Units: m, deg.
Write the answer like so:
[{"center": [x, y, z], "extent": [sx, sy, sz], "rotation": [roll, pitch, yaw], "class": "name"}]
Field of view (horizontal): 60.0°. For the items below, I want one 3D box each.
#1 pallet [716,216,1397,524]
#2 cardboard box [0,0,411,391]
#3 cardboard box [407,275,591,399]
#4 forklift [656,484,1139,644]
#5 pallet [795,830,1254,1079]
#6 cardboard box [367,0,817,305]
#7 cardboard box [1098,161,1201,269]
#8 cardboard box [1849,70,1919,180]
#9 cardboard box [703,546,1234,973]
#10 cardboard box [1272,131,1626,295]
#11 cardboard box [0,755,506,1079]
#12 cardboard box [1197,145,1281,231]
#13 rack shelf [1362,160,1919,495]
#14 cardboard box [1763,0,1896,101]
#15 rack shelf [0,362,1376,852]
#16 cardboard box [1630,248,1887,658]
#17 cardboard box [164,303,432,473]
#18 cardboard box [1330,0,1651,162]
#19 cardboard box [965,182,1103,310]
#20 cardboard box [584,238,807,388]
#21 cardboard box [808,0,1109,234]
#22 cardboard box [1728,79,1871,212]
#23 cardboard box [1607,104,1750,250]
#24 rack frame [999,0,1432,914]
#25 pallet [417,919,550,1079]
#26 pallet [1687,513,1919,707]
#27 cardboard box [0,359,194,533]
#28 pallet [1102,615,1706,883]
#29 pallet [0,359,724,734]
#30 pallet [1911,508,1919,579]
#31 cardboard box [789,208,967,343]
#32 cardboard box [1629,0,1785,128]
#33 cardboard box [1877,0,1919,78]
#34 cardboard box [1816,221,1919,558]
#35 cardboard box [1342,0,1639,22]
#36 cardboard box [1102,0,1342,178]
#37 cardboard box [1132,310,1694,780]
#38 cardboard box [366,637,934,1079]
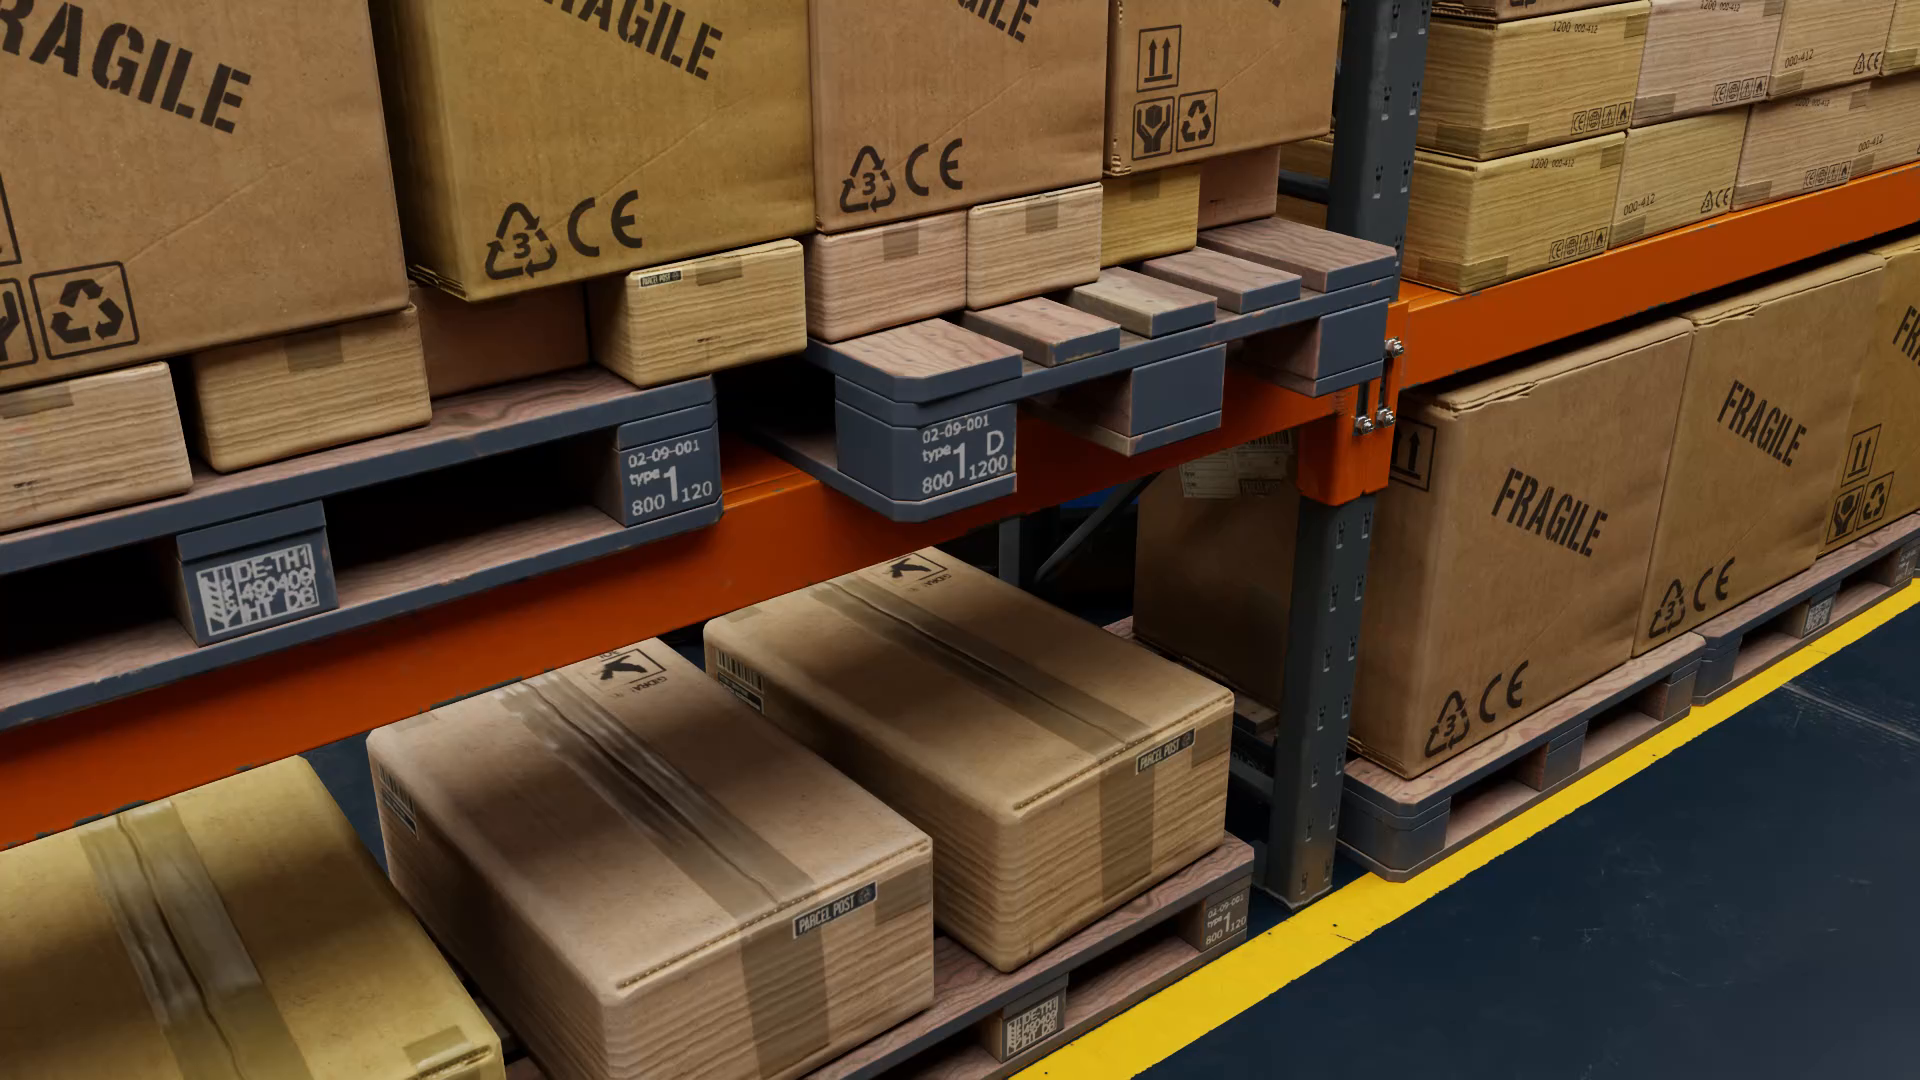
[{"center": [-0.047, -0.439, 2.861], "extent": [1.003, 0.211, 1.213], "rotation": [-18, 31, -34], "class": "pallet"}, {"center": [-0.964, -0.496, 1.785], "extent": [0.500, 0.500, 0.500], "rotation": [-20, 31, -36], "class": "cardboard box"}, {"center": [-0.688, -0.324, 2.184], "extent": [0.250, 0.149, 0.380], "rotation": [-18, 30, -34], "class": "cardboard box"}, {"center": [-0.615, -1.282, 4.530], "extent": [3.031, 2.935, 1.130], "rotation": [-4, 25, -10], "class": "forklift"}, {"center": [-0.167, 0.721, 3.446], "extent": [1.213, 0.211, 1.003], "rotation": [-18, 31, -34], "class": "pallet"}, {"center": [-0.534, -0.638, 2.090], "extent": [0.500, 0.500, 0.500], "rotation": [-21, 32, -37], "class": "cardboard box"}, {"center": [0.169, -0.566, 2.707], "extent": [0.250, 0.149, 0.380], "rotation": [-18, 30, -33], "class": "cardboard box"}, {"center": [2.185, -1.125, 4.290], "extent": [0.500, 0.250, 0.500], "rotation": [-18, 31, -34], "class": "cardboard box"}, {"center": [-0.002, 0.398, 3.451], "extent": [0.625, 0.372, 0.950], "rotation": [-21, 32, -37], "class": "cardboard box"}, {"center": [0.989, -0.722, 3.422], "extent": [0.500, 0.250, 0.500], "rotation": [-19, 31, -35], "class": "cardboard box"}, {"center": [-1.178, 0.788, 2.612], "extent": [0.625, 0.372, 0.950], "rotation": [-17, 30, -32], "class": "cardboard box"}, {"center": [0.336, -0.660, 2.909], "extent": [0.250, 0.149, 0.380], "rotation": [-17, 30, -32], "class": "cardboard box"}, {"center": [2.022, -0.940, 4.567], "extent": [4.000, 0.370, 1.077], "rotation": [-18, 31, -34], "class": "rack shelf"}, {"center": [1.807, -1.214, 3.888], "extent": [0.500, 0.250, 0.500], "rotation": [-18, 31, -34], "class": "cardboard box"}, {"center": [-1.125, 0.099, 2.328], "extent": [4.000, 0.370, 1.077], "rotation": [-18, 31, -34], "class": "rack shelf"}, {"center": [1.748, -0.356, 4.478], "extent": [0.875, 0.875, 0.875], "rotation": [-18, 30, -33], "class": "cardboard box"}, {"center": [-0.835, -0.231, 1.985], "extent": [0.250, 0.149, 0.380], "rotation": [-19, 31, -36], "class": "cardboard box"}, {"center": [1.000, -0.955, 3.329], "extent": [0.500, 0.250, 0.500], "rotation": [-19, 31, -34], "class": "cardboard box"}, {"center": [-0.001, -0.486, 2.534], "extent": [0.250, 0.149, 0.380], "rotation": [-19, 31, -34], "class": "cardboard box"}, {"center": [-0.412, -0.347, 2.235], "extent": [0.250, 0.149, 0.380], "rotation": [-18, 30, -33], "class": "cardboard box"}, {"center": [-0.138, -0.769, 2.374], "extent": [0.500, 0.500, 0.500], "rotation": [-19, 31, -35], "class": "cardboard box"}, {"center": [1.798, -0.996, 4.011], "extent": [0.500, 0.250, 0.500], "rotation": [-17, 30, -32], "class": "cardboard box"}, {"center": [1.382, -0.862, 3.722], "extent": [0.500, 0.250, 0.500], "rotation": [-19, 31, -35], "class": "cardboard box"}, {"center": [0.448, -0.747, 3.296], "extent": [0.127, 3.000, 1.000], "rotation": [-18, 31, -34], "class": "rack frame"}, {"center": [-1.127, 1.036, 2.767], "extent": [1.213, 0.211, 1.003], "rotation": [-18, 31, -34], "class": "pallet"}, {"center": [2.075, 0.023, 4.949], "extent": [1.213, 0.211, 1.003], "rotation": [-18, 31, -34], "class": "pallet"}, {"center": [-1.027, -0.152, 1.815], "extent": [0.250, 0.149, 0.380], "rotation": [-17, 30, -32], "class": "cardboard box"}, {"center": [1.115, 0.338, 4.270], "extent": [1.213, 0.211, 1.003], "rotation": [-18, 31, -34], "class": "pallet"}, {"center": [-1.084, -0.132, 2.199], "extent": [1.213, 0.211, 1.003], "rotation": [-18, 31, -34], "class": "pallet"}, {"center": [3.035, -0.295, 5.636], "extent": [1.213, 0.211, 1.003], "rotation": [-18, 31, -34], "class": "pallet"}, {"center": [-0.204, -0.423, 2.399], "extent": [0.250, 0.149, 0.380], "rotation": [-20, 32, -36], "class": "cardboard box"}, {"center": [1.407, -1.089, 3.618], "extent": [0.500, 0.250, 0.500], "rotation": [-17, 30, -33], "class": "cardboard box"}, {"center": [2.214, -1.342, 4.162], "extent": [0.500, 0.250, 0.500], "rotation": [-18, 30, -33], "class": "cardboard box"}, {"center": [2.452, -0.588, 4.978], "extent": [0.875, 0.875, 0.875], "rotation": [-17, 30, -33], "class": "cardboard box"}, {"center": [0.987, -1.293, 3.166], "extent": [0.500, 0.500, 0.500], "rotation": [-19, 31, -36], "class": "cardboard box"}, {"center": [0.262, -0.907, 2.671], "extent": [0.500, 0.500, 0.500], "rotation": [-19, 31, -35], "class": "cardboard box"}, {"center": [1.043, -0.125, 3.982], "extent": [0.875, 0.875, 0.875], "rotation": [-19, 31, -34], "class": "cardboard box"}, {"center": [-0.578, 0.593, 3.033], "extent": [0.625, 0.372, 0.950], "rotation": [-19, 31, -35], "class": "cardboard box"}]
